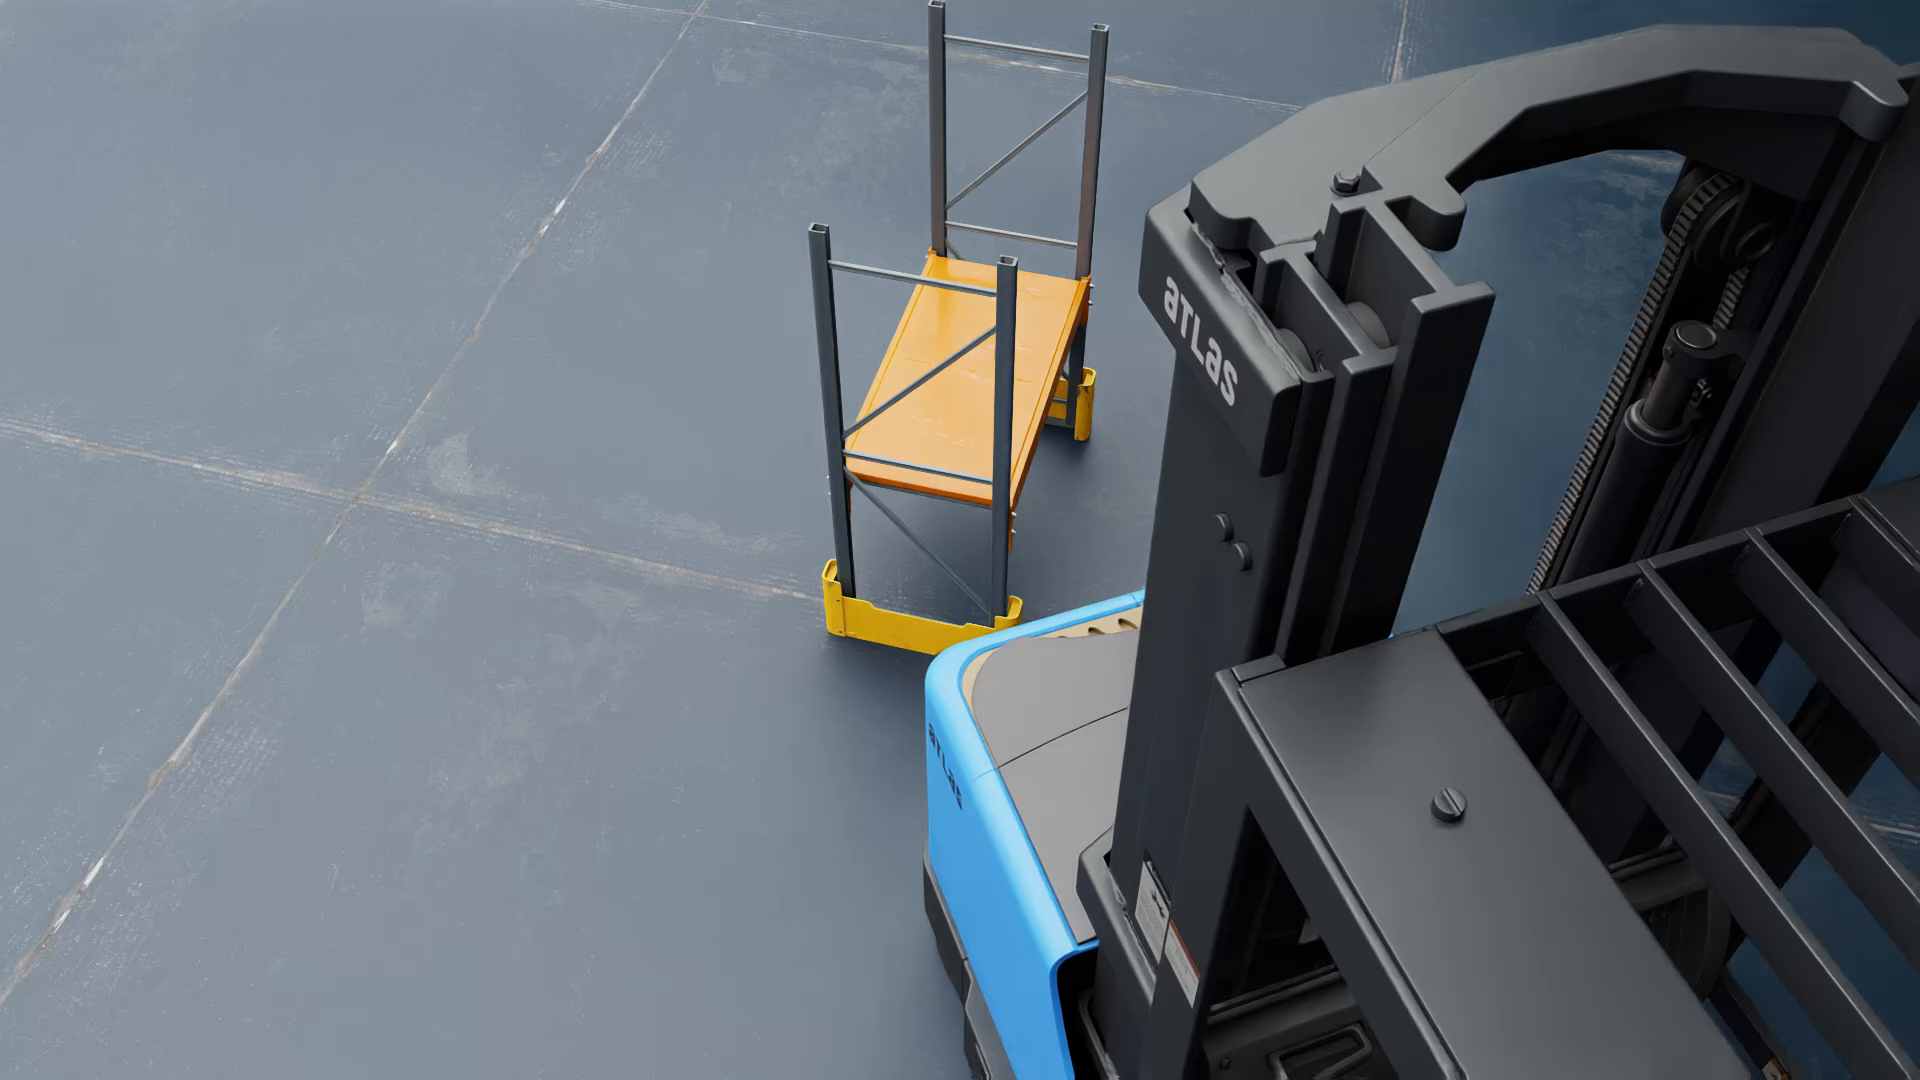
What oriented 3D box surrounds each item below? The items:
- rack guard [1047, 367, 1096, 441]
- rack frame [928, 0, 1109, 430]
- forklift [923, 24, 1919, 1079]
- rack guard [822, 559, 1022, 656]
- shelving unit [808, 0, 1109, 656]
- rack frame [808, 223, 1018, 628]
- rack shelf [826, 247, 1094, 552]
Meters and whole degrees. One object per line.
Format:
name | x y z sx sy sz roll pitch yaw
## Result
rack guard | 0.151 -0.498 5.523 0.587 0.250 0.087 12 50 10
rack frame | 0.156 -0.926 5.067 0.500 1.500 0.032 12 50 10
forklift | 0.890 0.899 2.501 1.130 2.935 3.031 -15 50 -13
rack guard | -0.111 0.222 4.887 0.587 0.250 0.087 12 50 10
shelving unit | 0.020 -0.551 4.736 0.587 1.500 1.083 12 50 10
rack frame | -0.111 -0.190 4.418 0.500 1.500 0.032 12 50 10
rack shelf | 0.022 -0.439 4.877 0.538 0.185 1.000 12 50 10
